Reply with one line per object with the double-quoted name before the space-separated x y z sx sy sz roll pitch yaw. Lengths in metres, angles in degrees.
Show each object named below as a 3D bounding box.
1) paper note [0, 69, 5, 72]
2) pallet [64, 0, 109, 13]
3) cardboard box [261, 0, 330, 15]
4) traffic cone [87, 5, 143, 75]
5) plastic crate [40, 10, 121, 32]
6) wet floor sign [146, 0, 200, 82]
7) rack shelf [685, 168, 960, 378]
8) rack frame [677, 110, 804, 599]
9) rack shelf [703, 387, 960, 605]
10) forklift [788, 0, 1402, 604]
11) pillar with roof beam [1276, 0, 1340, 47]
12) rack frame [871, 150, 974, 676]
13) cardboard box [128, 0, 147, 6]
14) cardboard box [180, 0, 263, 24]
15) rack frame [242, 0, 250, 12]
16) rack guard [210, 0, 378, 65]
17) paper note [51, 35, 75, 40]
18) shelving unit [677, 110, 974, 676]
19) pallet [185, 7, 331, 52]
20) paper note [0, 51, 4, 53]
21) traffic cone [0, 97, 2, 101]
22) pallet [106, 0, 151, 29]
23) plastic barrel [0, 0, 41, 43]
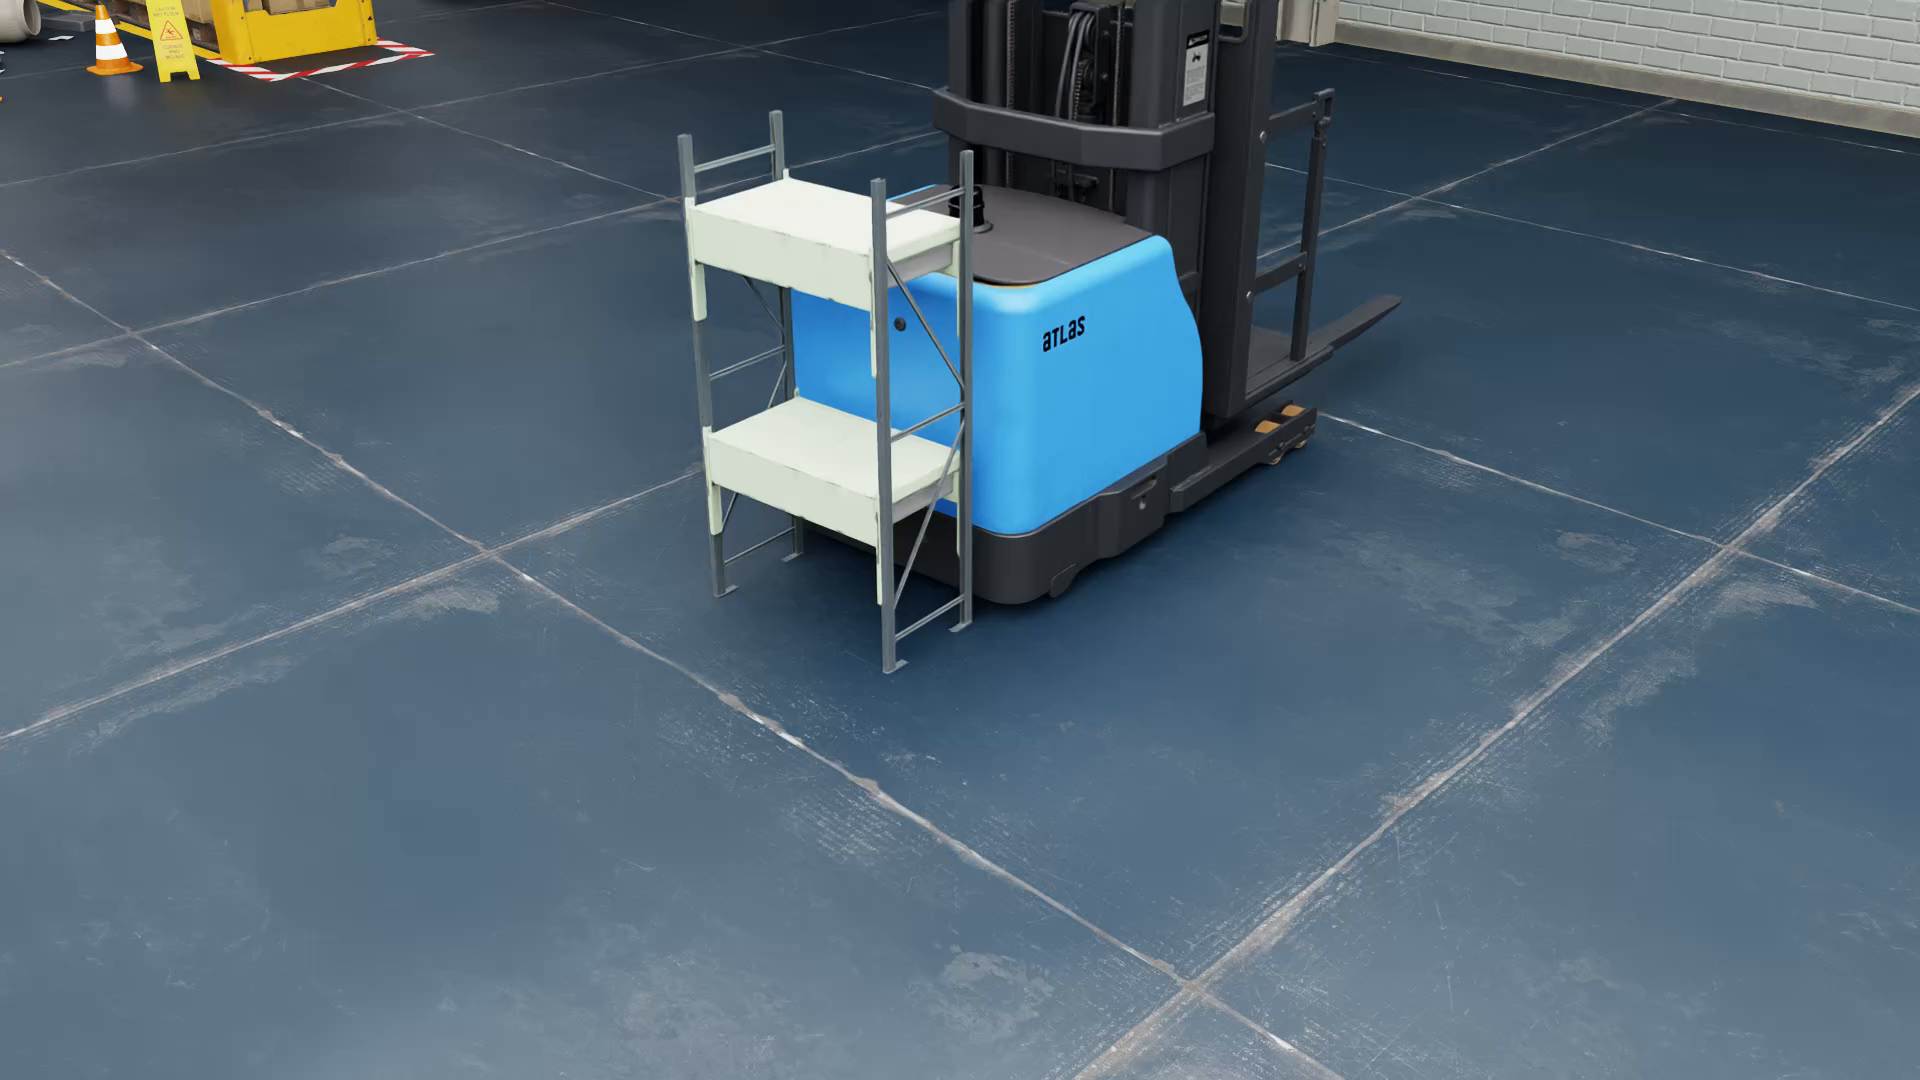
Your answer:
"paper note" -7.182 -3.472 12.319 0.142 0.019 0.148 12 30 22
"pallet" -7.461 -5.001 15.035 1.213 0.211 1.003 25 36 38
"cardboard box" -5.494 -4.462 13.516 0.500 0.250 0.500 24 36 38
"traffic cone" -6.323 -3.727 12.341 0.334 0.463 0.336 25 36 38
"plastic crate" -7.420 -4.366 13.968 0.583 0.080 0.402 12 30 22
"wet floor sign" -5.727 -3.679 12.053 0.267 0.644 0.232 -13 30 -22
"rack shelf" -0.381 -0.785 4.793 0.720 0.370 0.431 21 34 34
"rack frame" -0.665 -0.547 5.179 0.023 1.500 0.400 21 34 34
"rack shelf" -0.381 -0.151 5.127 0.720 0.370 0.431 21 34 34
"forklift" 0.724 -1.712 5.856 1.130 2.935 3.031 21 34 34
"pillar with roof beam" -0.239 -6.582 8.598 0.400 9.000 9.100 25 36 38
"rack frame" -0.097 -0.332 4.771 0.023 1.500 0.400 21 34 34
"cardboard box" -6.618 -4.622 13.820 0.500 0.250 0.500 23 35 37
"cardboard box" -5.895 -4.289 13.187 0.500 0.250 0.500 24 36 38
"rack frame" -5.112 -5.138 12.298 0.127 3.000 1.000 25 36 38
"rack guard" -5.167 -4.056 12.927 0.348 0.500 1.175 25 36 38
"paper note" -7.270 -4.071 13.459 0.148 0.019 0.142 12 30 22
"shelving unit" -0.381 -0.440 4.975 0.755 1.500 0.431 21 34 34
"pallet" -5.721 -4.205 13.521 1.213 0.211 1.003 25 36 38
"paper note" -7.502 -3.812 12.989 0.123 0.001 0.032 25 36 38
"traffic cone" -6.859 -3.248 11.430 0.334 0.463 0.336 25 36 38
"pallet" -6.587 -4.603 14.278 1.213 0.211 1.003 25 36 38
"plastic barrel" -7.647 -4.169 13.224 0.512 0.421 0.421 -3 28 -5
